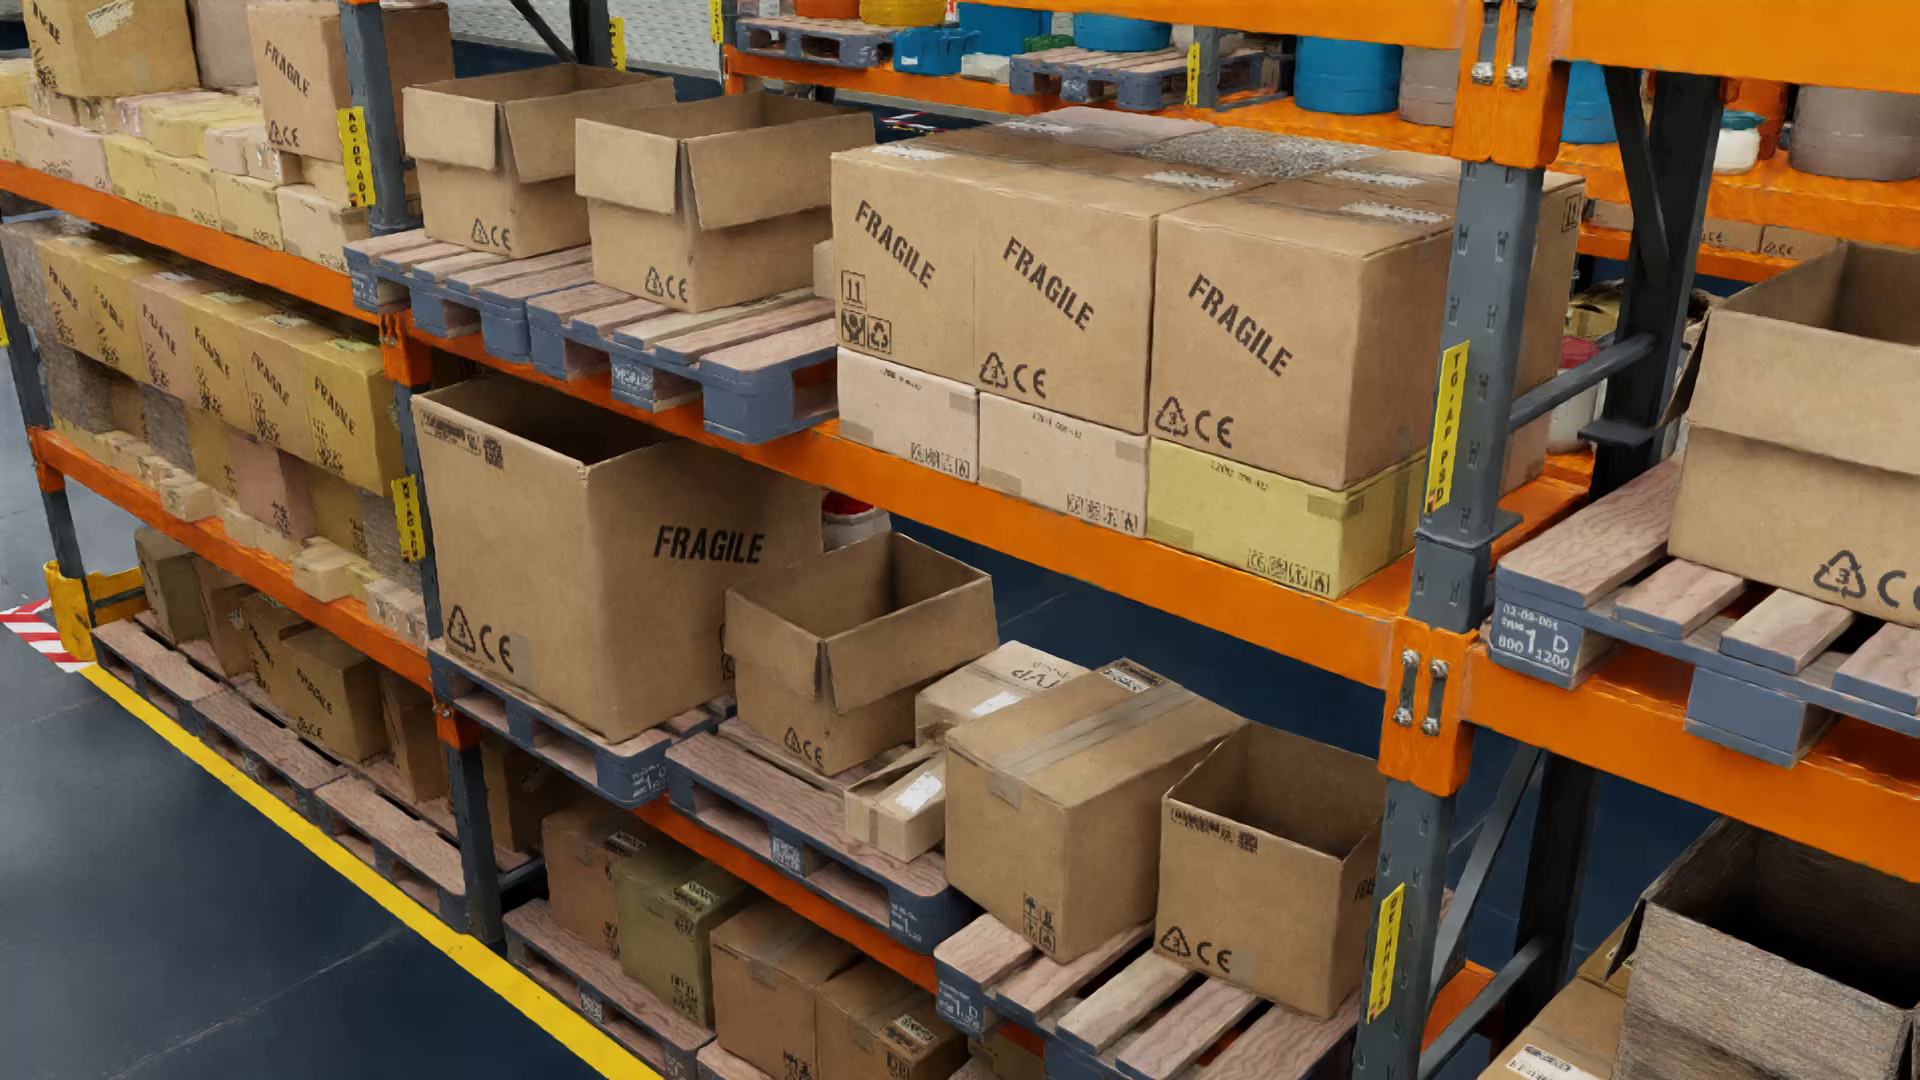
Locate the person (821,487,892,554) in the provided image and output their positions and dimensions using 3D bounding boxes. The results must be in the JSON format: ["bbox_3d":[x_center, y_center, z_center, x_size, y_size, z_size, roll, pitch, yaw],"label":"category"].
[{"bbox_3d":[-0.606,-0.050,8.781,0.512,1.702,0.722,17,29,33],"label":"person"}]
